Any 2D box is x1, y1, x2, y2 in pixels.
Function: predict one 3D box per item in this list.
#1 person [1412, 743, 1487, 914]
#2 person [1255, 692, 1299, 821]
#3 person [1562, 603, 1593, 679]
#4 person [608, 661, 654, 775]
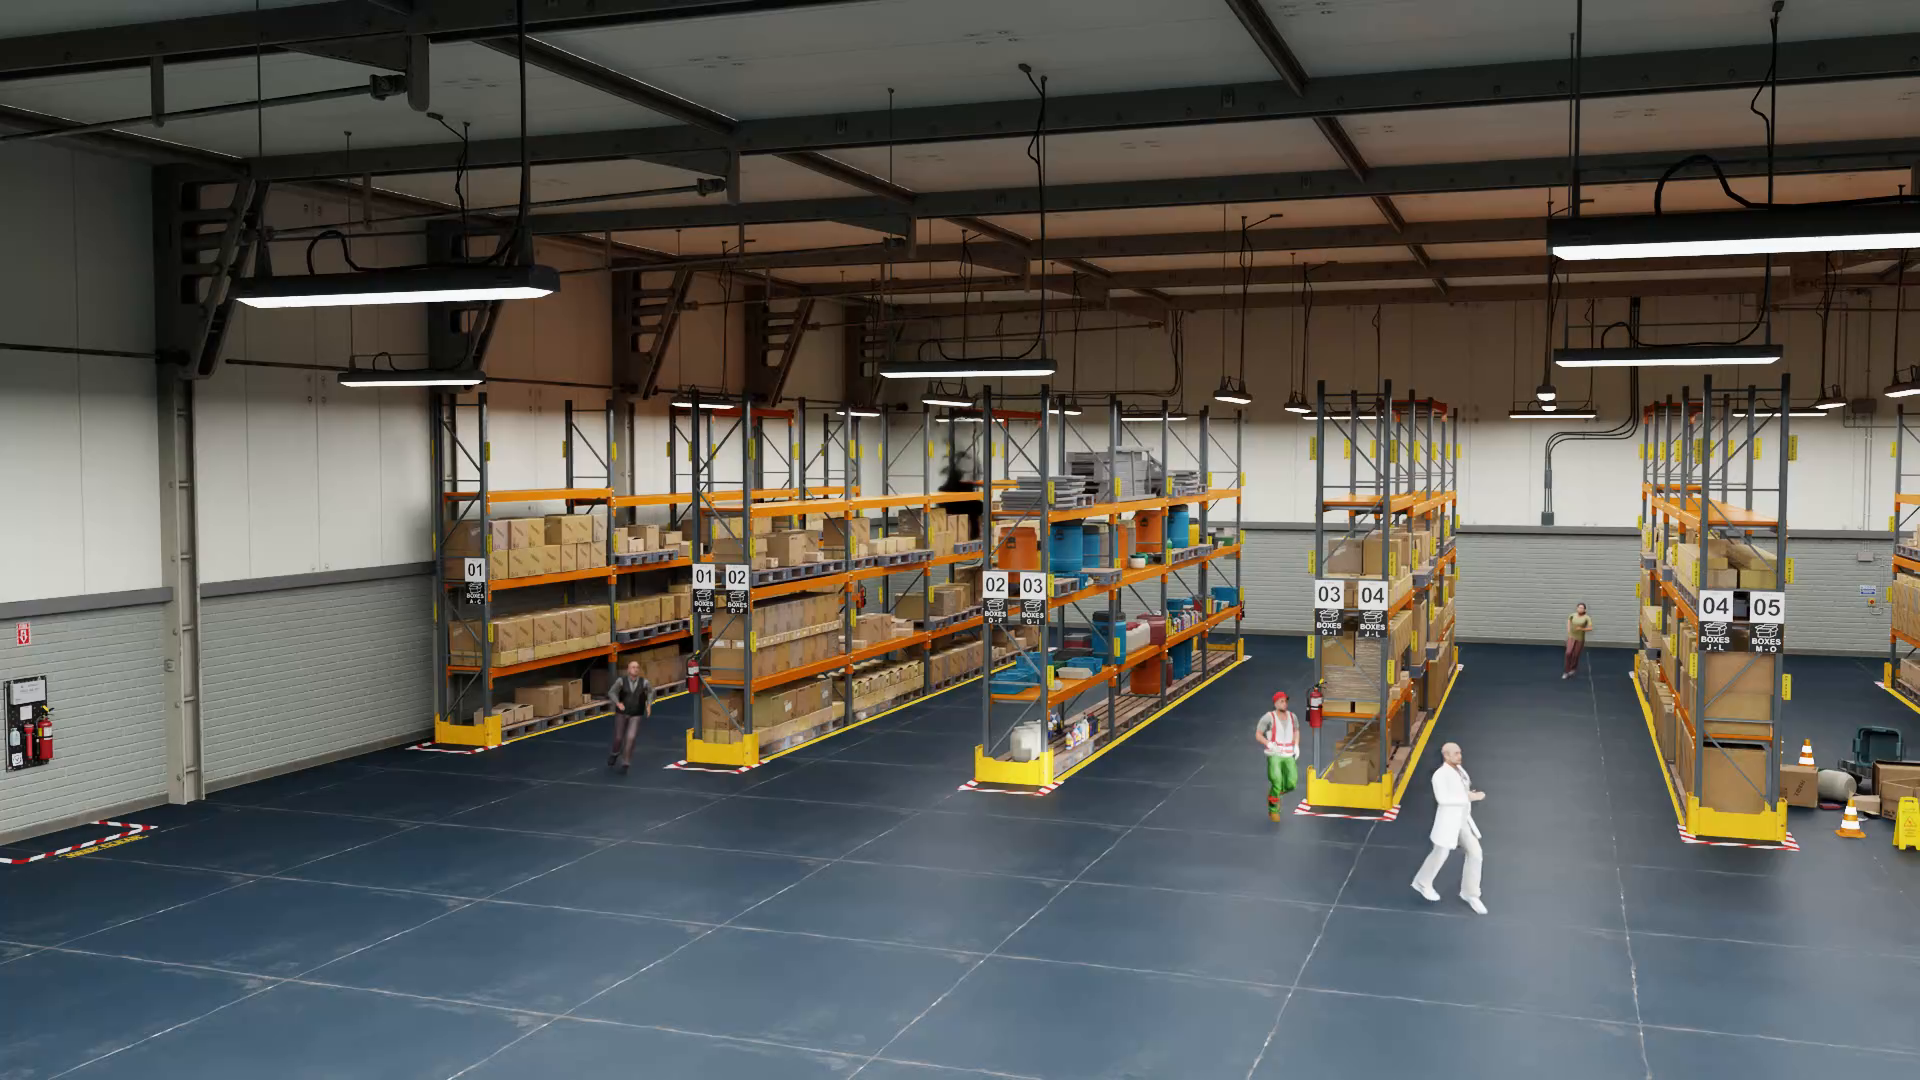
[{"bbox_3d":[5.376,3.137,18.242,0.676,1.846,0.866,-2,4,-38],"label":"person"},{"bbox_3d":[4.355,2.932,22.610,0.674,1.748,0.608,-1,3,-14],"label":"person"},{"bbox_3d":[13.705,2.229,36.814,0.594,1.711,0.767,2,3,29],"label":"person"},{"bbox_3d":[-5.157,2.756,26.024,0.724,1.705,0.949,-1,3,-11],"label":"person"}]
